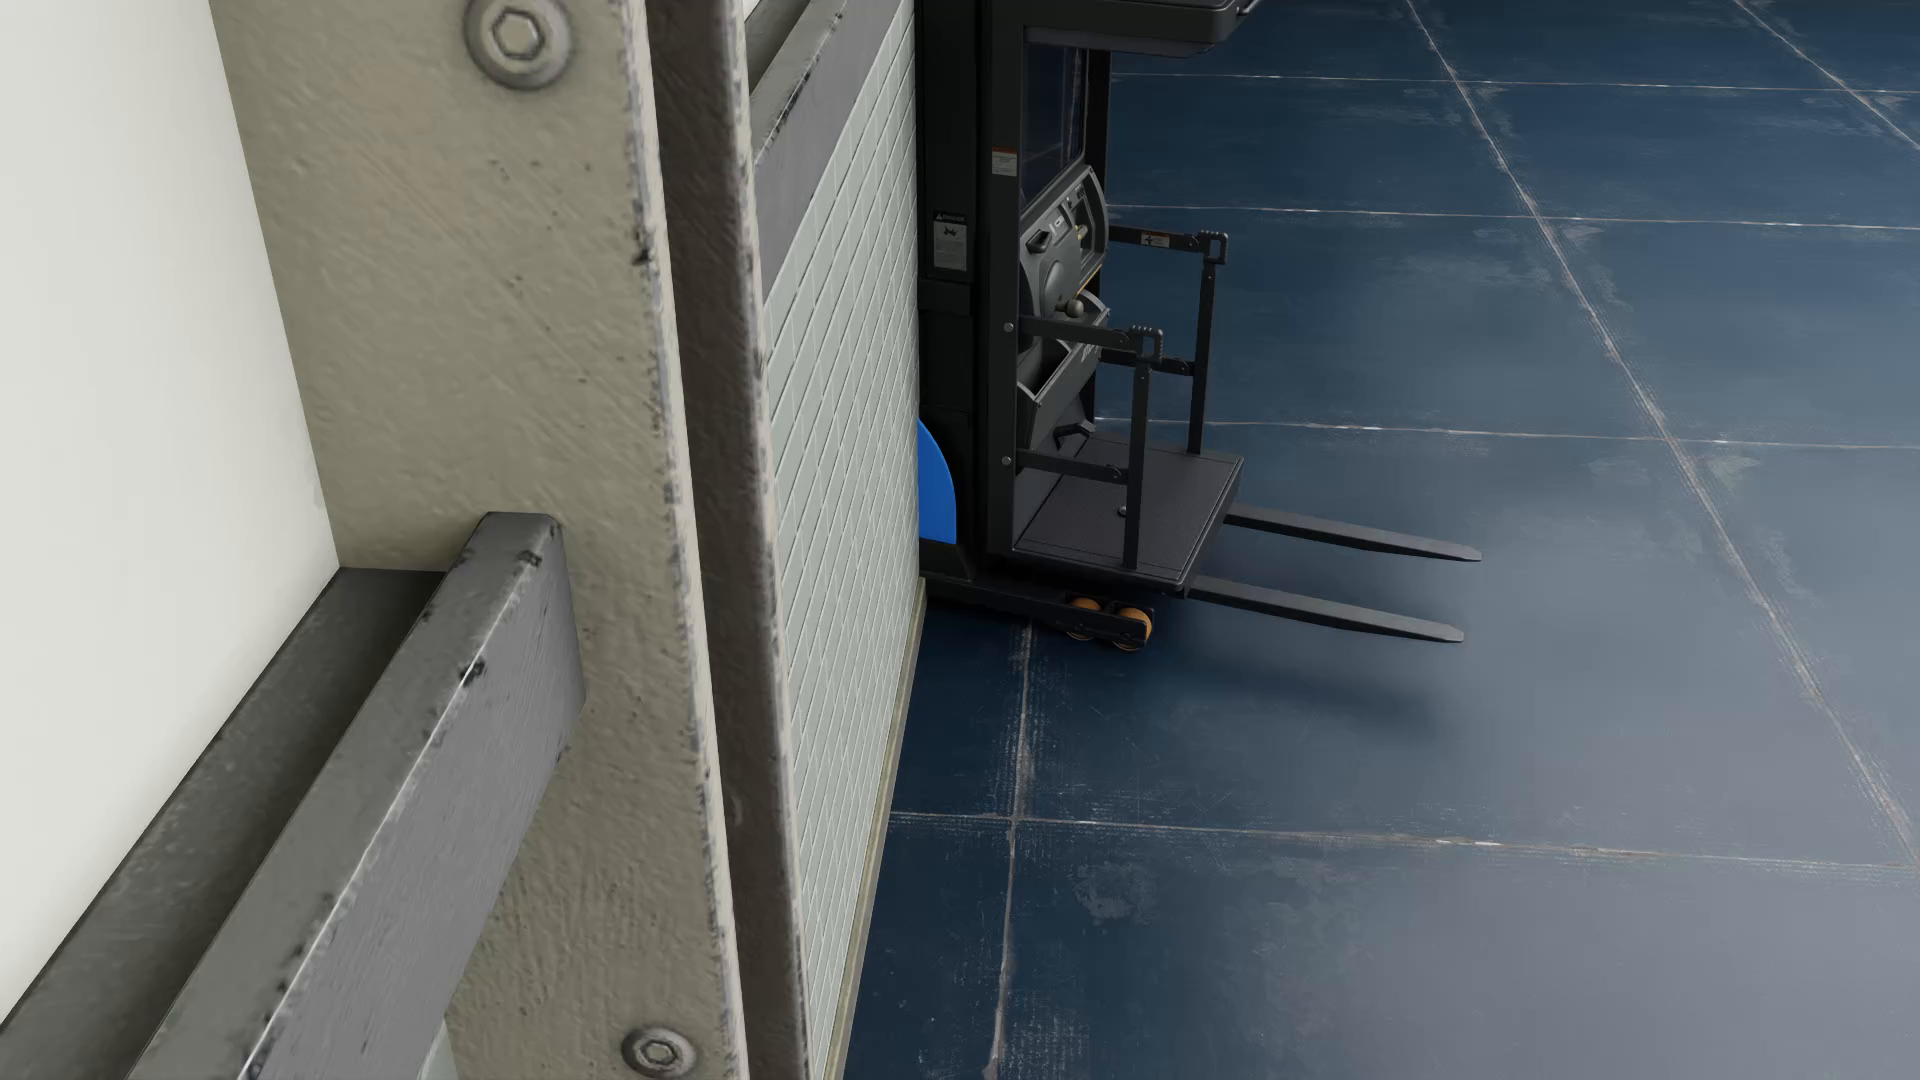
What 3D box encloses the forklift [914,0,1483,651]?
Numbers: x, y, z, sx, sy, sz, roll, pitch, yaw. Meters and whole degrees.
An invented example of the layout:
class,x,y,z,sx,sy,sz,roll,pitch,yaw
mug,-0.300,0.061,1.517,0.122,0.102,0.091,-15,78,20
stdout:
class,x,y,z,sx,sy,sz,roll,pitch,yaw
forklift,0.587,-1.128,6.287,3.031,2.935,1.130,11,33,18
